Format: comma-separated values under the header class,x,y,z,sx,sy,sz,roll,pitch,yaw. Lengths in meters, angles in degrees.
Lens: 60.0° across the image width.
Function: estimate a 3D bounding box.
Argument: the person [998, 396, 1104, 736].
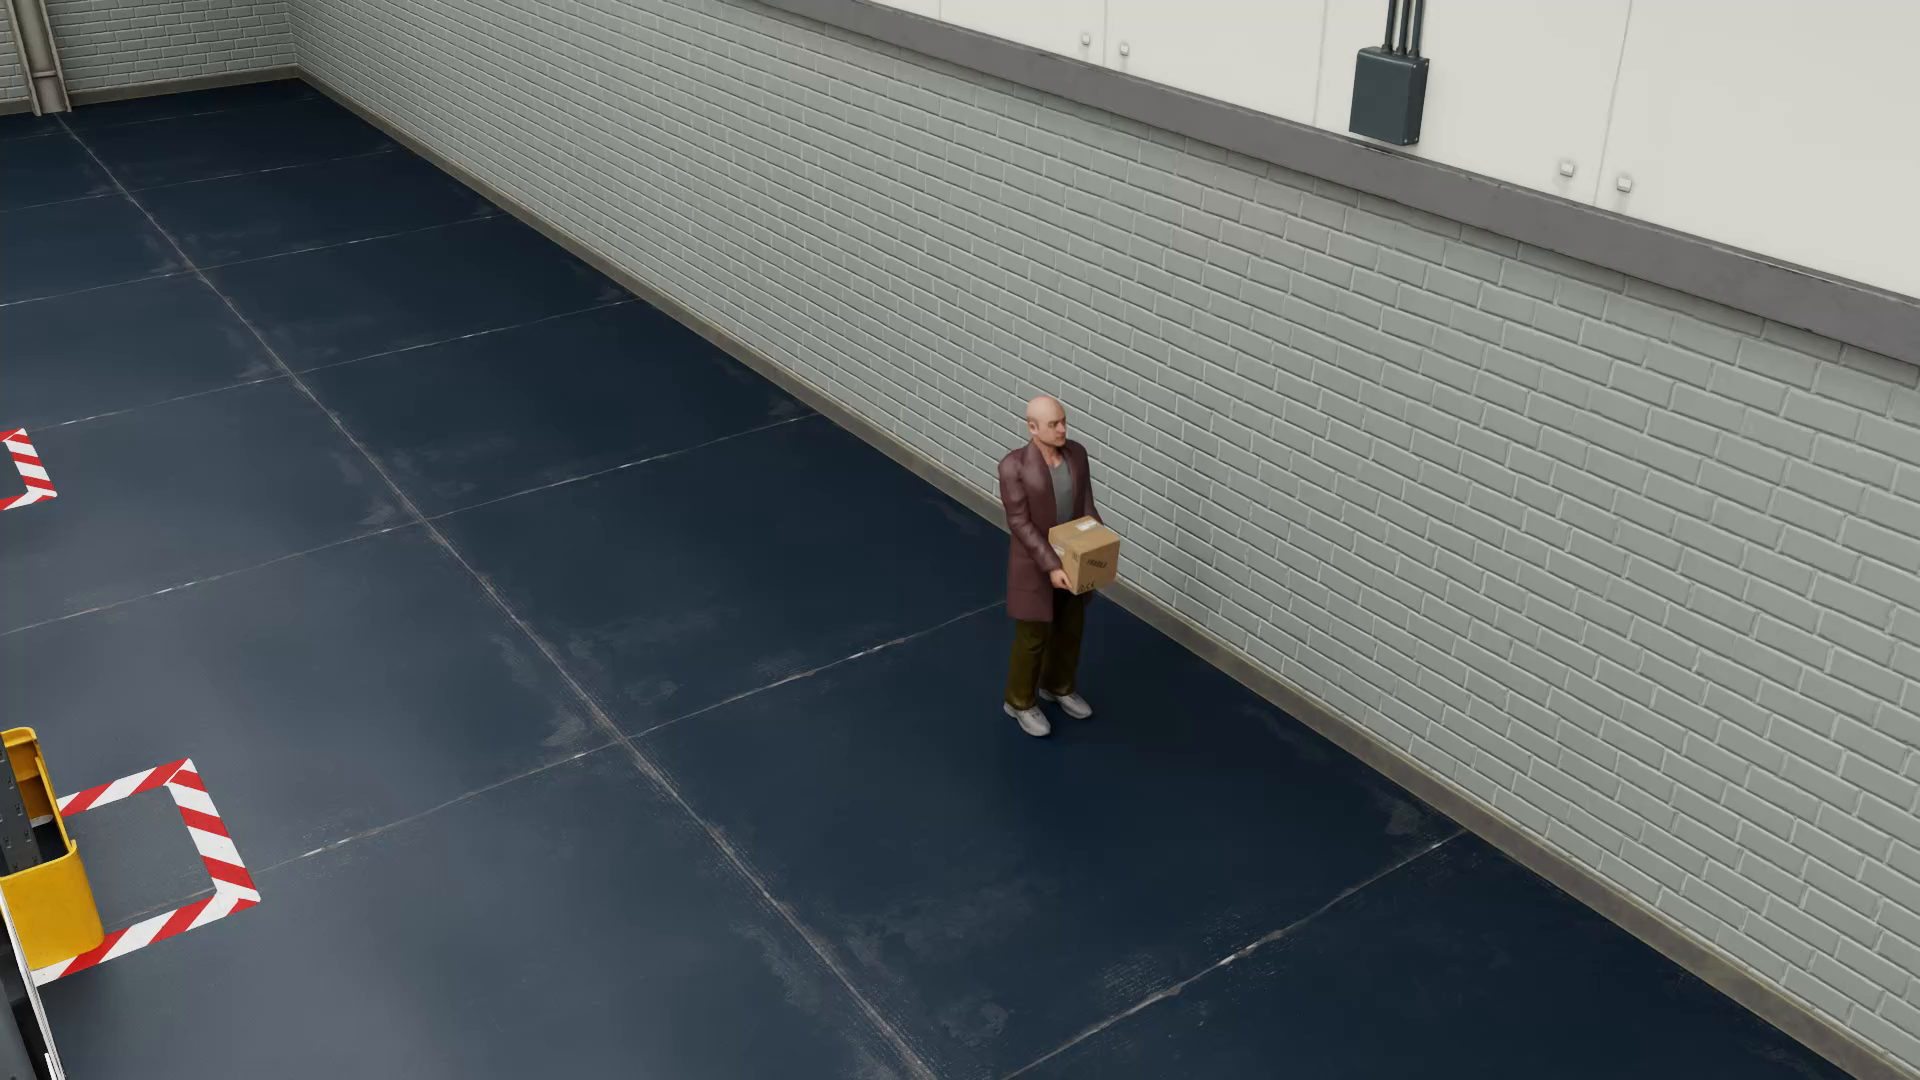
class,x,y,z,sx,sy,sz,roll,pitch,yaw
person,0.500,0.160,8.346,0.530,1.769,0.555,-18,33,-30
